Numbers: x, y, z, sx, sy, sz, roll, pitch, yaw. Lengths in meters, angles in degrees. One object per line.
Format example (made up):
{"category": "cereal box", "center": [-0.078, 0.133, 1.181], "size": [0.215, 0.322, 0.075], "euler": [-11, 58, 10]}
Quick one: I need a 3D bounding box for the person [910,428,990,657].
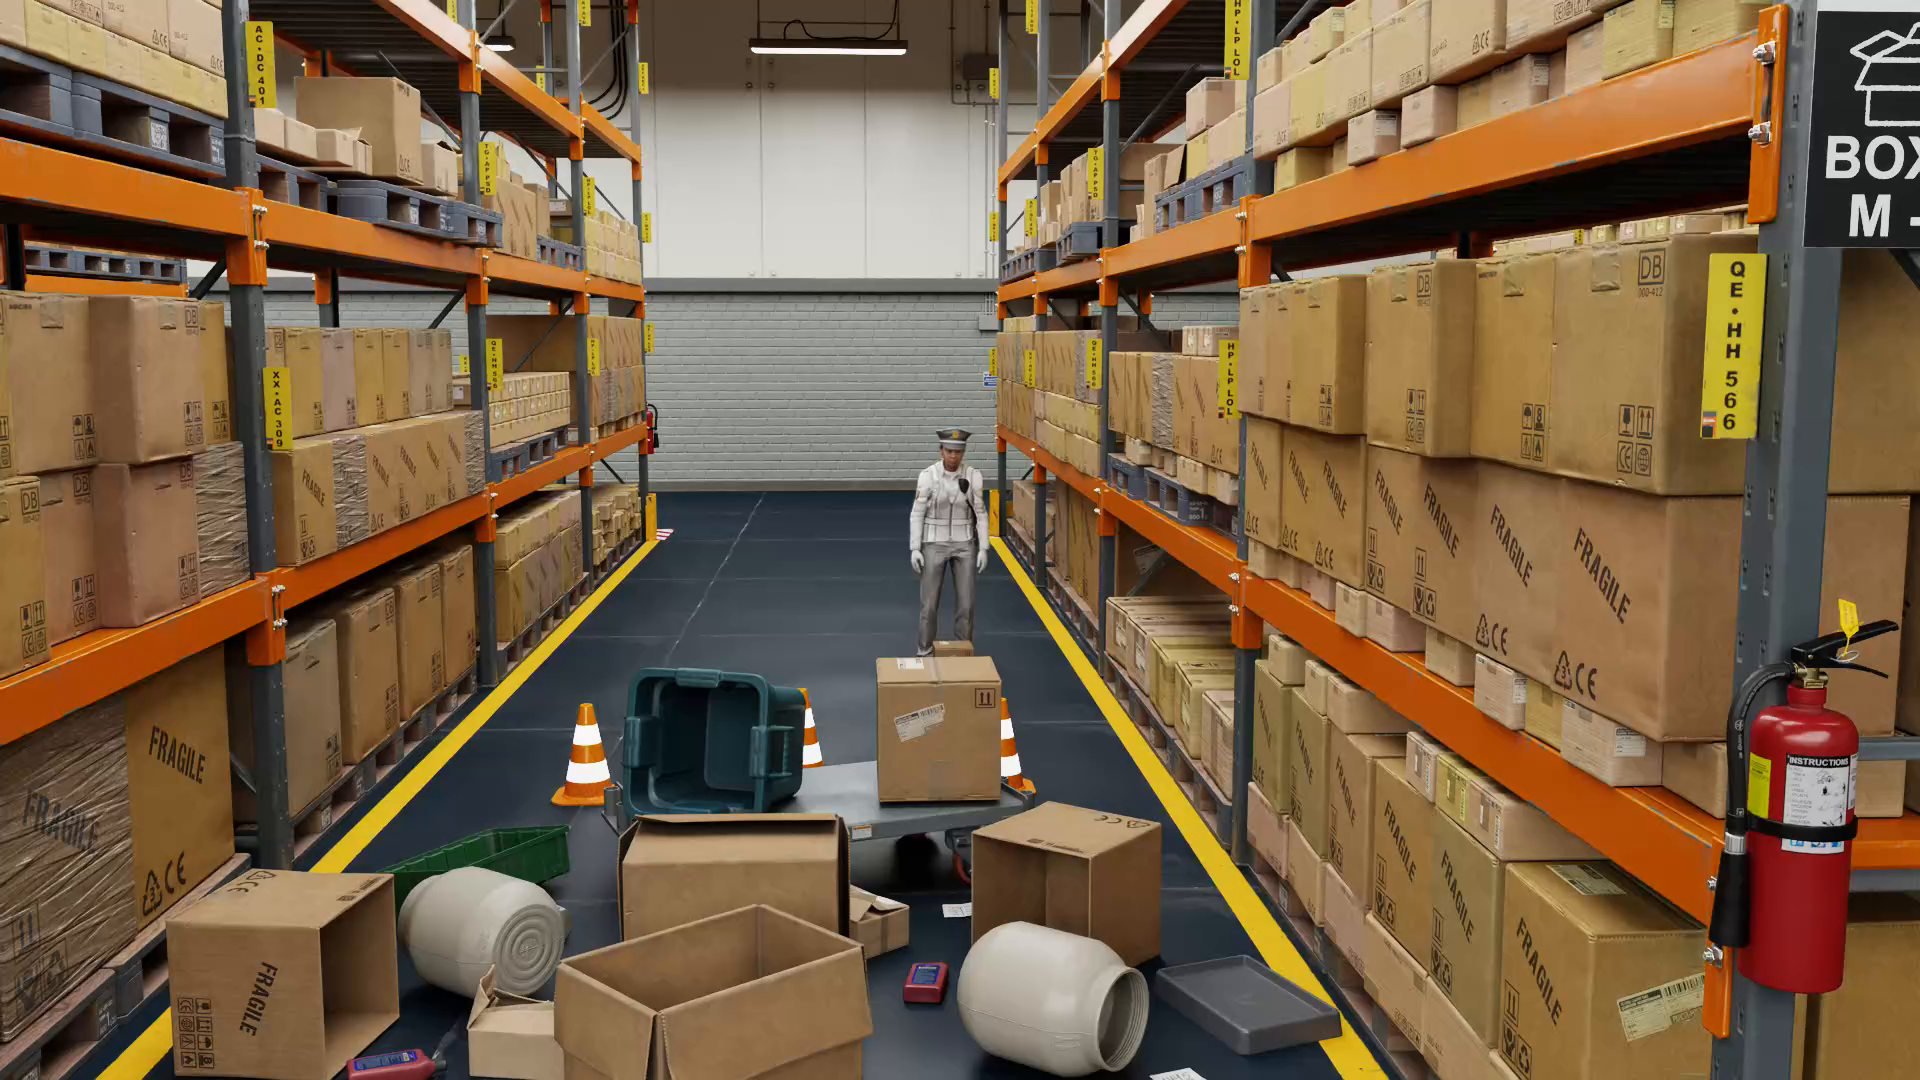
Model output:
{"category": "person", "center": [-0.067, 0.081, 11.081], "size": [0.536, 1.663, 0.379], "euler": [-1, 7, -5]}
